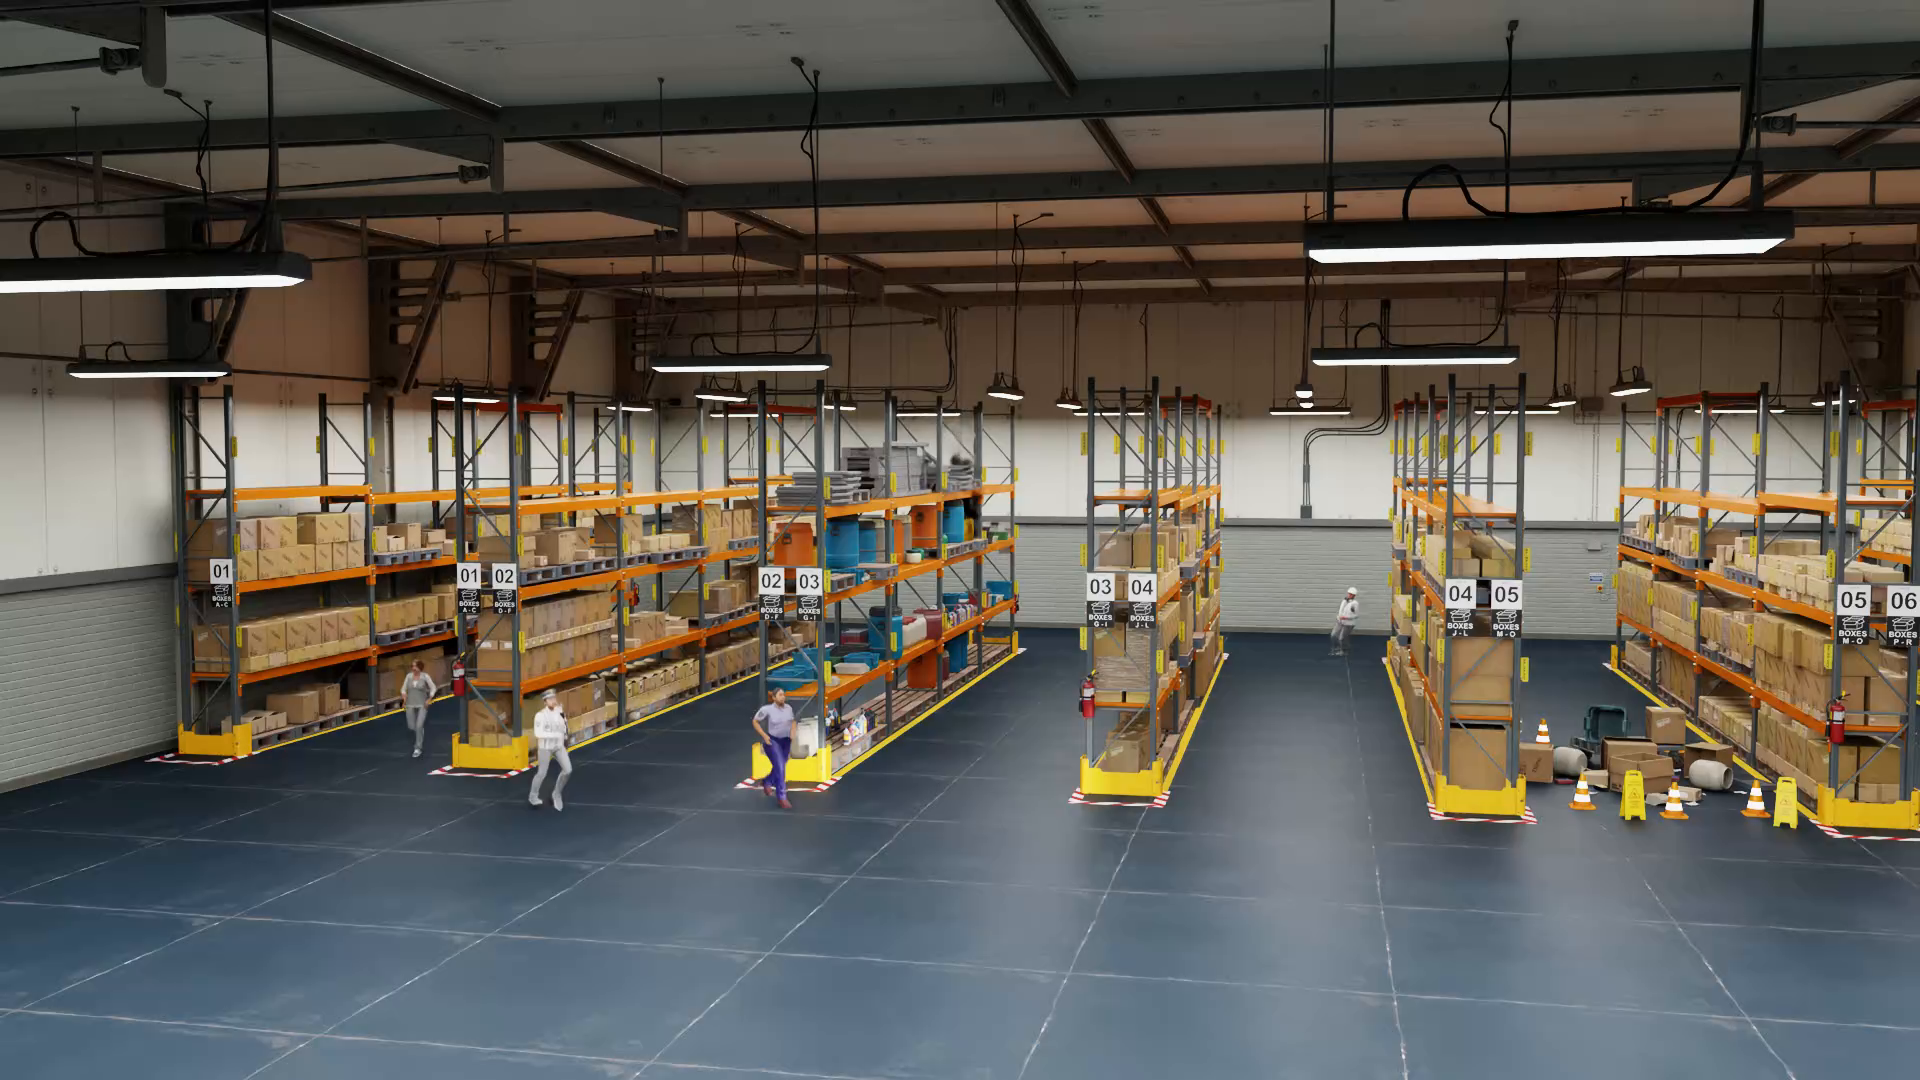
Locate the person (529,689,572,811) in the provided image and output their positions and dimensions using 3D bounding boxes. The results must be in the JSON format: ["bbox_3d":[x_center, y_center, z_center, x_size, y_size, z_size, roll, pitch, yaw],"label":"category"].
[{"bbox_3d":[-5.613,2.872,22.892,0.619,1.693,0.833,-3,4,-43],"label":"person"}]

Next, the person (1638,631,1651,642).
[{"bbox_3d":[15.964,1.998,38.736,0.786,1.698,0.490,-3,4,-42],"label":"person"}]

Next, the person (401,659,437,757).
[{"bbox_3d":[-8.819,2.717,27.131,0.567,1.583,0.589,0,3,-3],"label":"person"}]

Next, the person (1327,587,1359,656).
[{"bbox_3d":[9.123,1.956,39.497,0.586,1.707,0.872,-2,4,-37],"label":"person"}]

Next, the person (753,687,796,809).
[{"bbox_3d":[-2.585,2.893,23.320,0.623,1.654,0.827,-3,4,-43],"label":"person"}]
